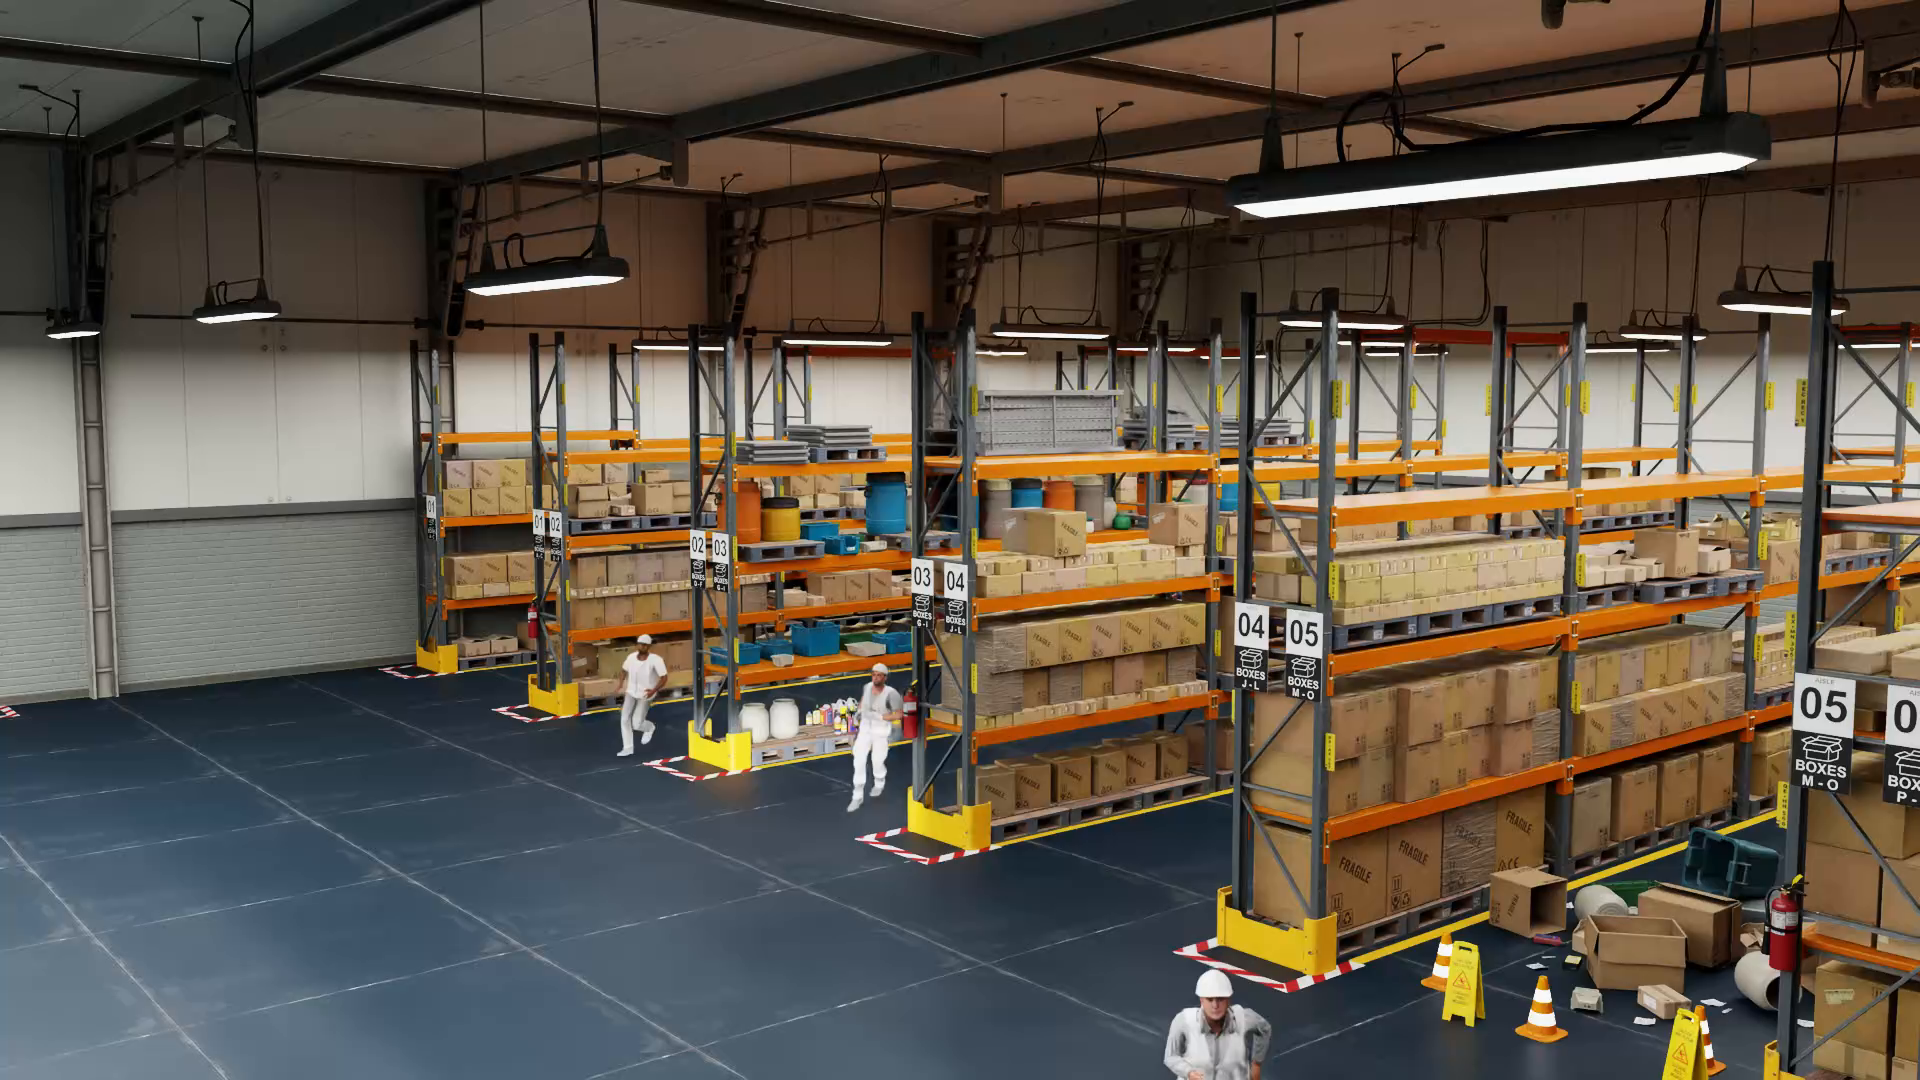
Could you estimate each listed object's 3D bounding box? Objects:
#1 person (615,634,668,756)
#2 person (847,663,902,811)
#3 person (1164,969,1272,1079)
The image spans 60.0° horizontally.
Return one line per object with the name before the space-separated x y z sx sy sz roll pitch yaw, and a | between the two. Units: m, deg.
person | -4.453 2.164 23.307 0.742 1.700 0.696 2 6 20
person | -0.979 2.405 20.466 0.662 1.835 0.805 2 6 22
person | 1.550 3.396 10.025 0.639 1.713 0.690 1 5 10
